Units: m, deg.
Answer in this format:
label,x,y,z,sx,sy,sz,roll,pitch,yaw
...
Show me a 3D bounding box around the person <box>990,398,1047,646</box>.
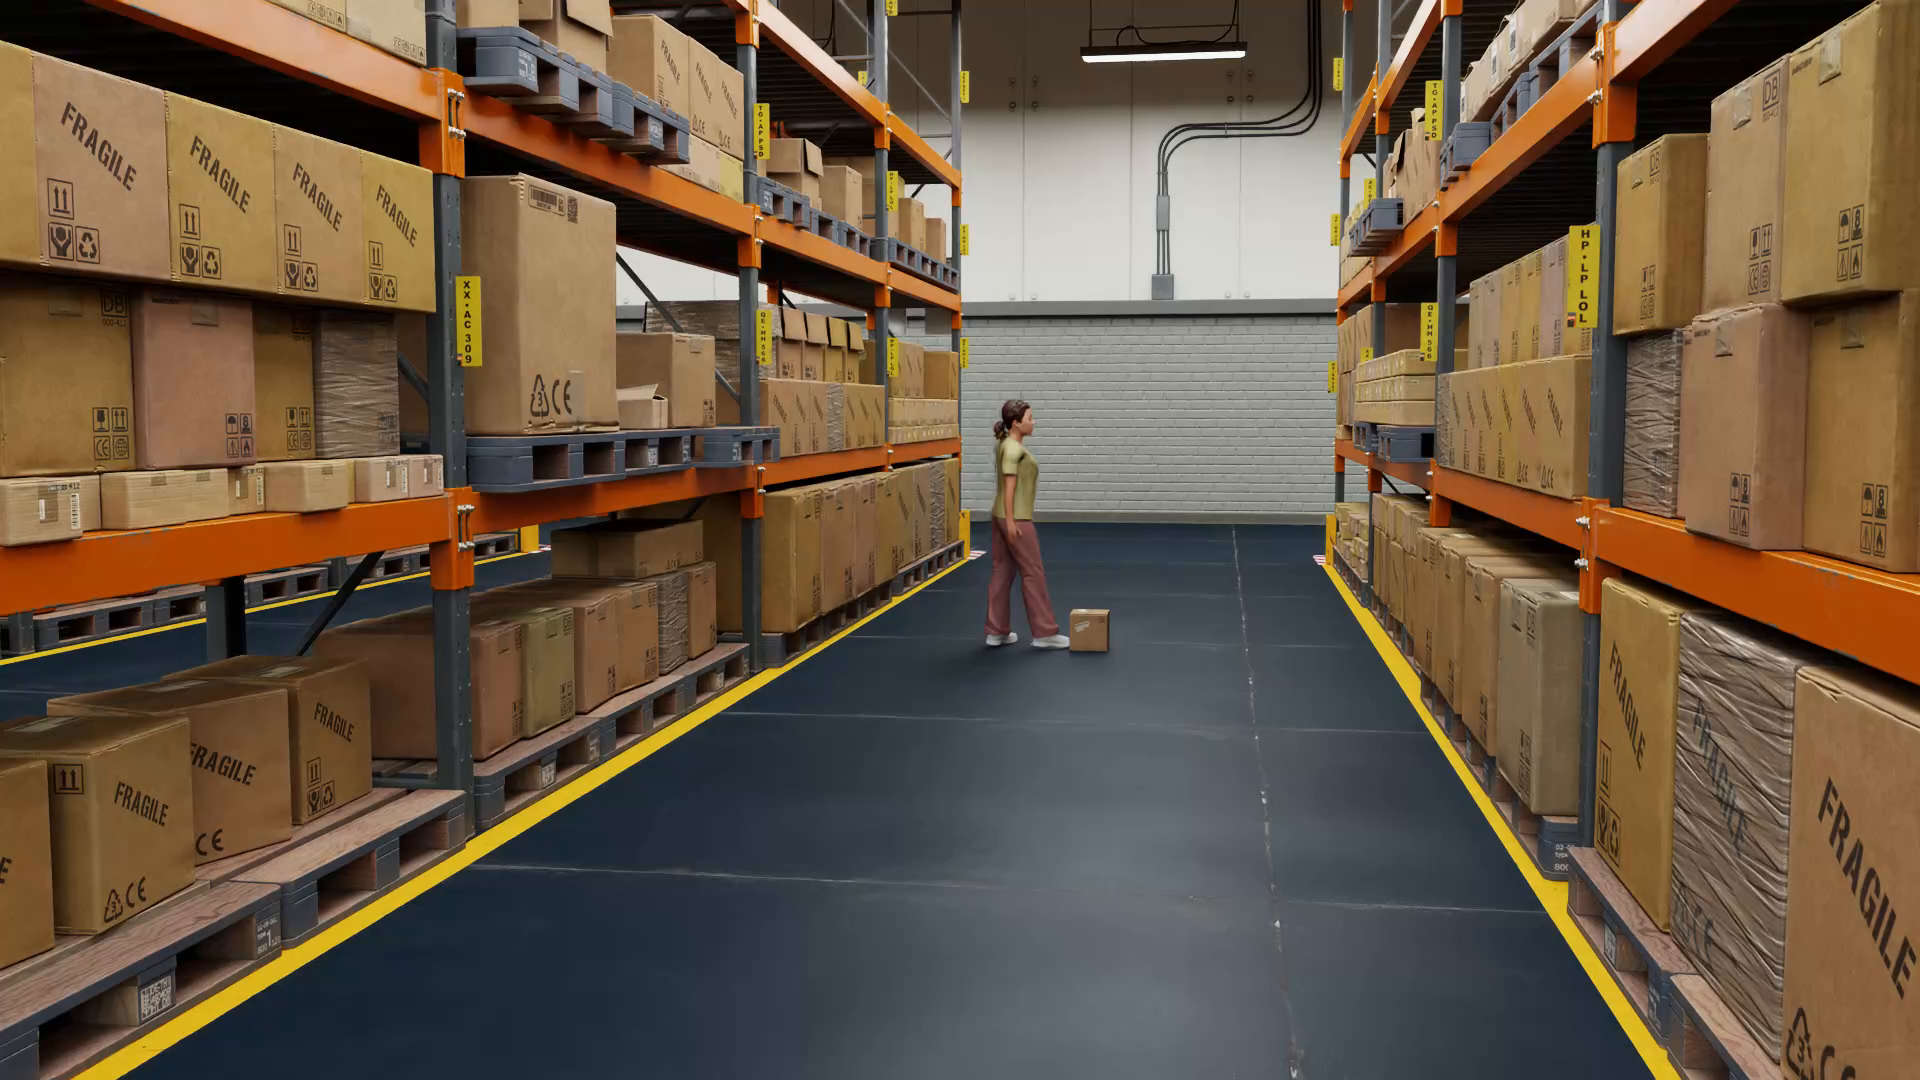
label,x,y,z,sx,sy,sz,roll,pitch,yaw
person,0.397,-0.121,11.236,0.401,1.666,0.461,1,5,9
